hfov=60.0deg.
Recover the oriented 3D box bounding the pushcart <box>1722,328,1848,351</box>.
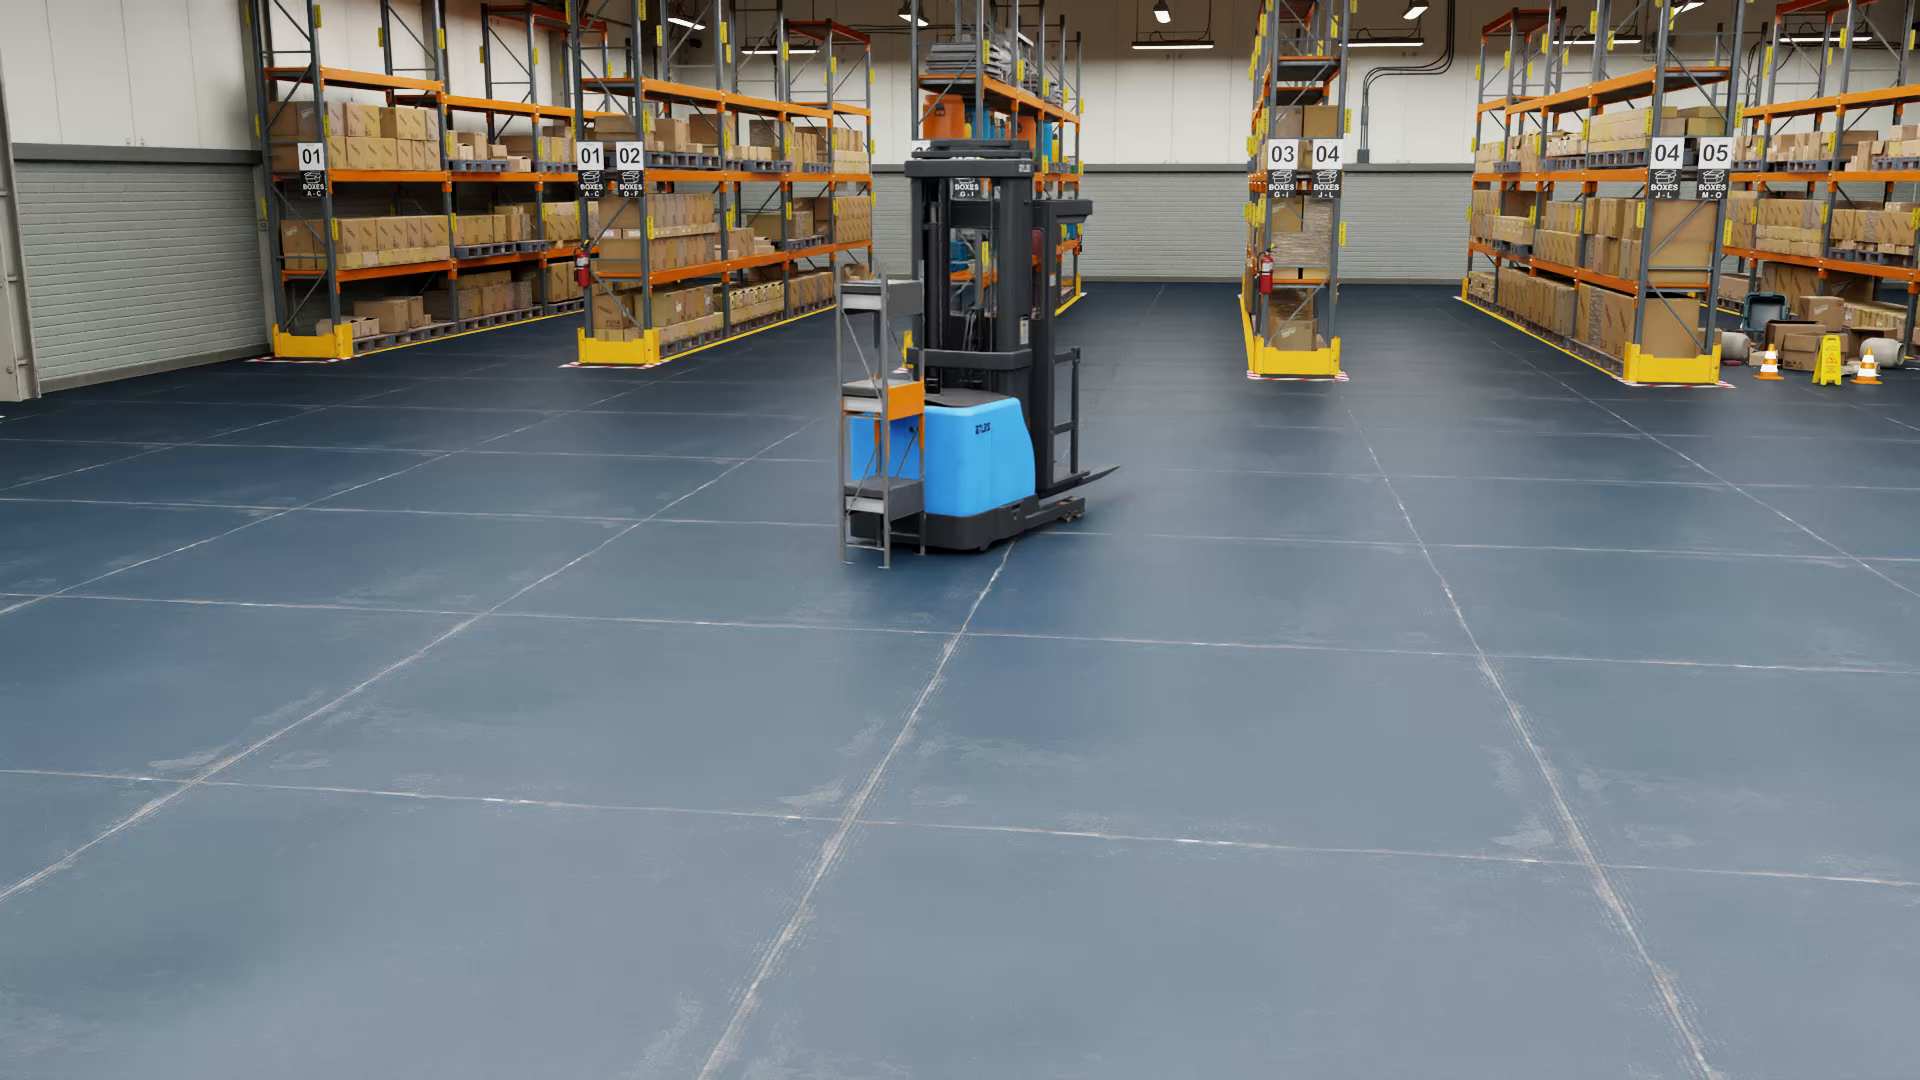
[{"bbox_3d":[12.858,-3.096,25.964,1.648,0.377,0.936,-2,12,-11],"label":"pushcart"}]

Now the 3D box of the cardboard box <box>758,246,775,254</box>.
[{"bbox_3d":[-3.711,-5.471,31.356,0.380,0.149,0.250,2,12,9],"label":"cardboard box"}]

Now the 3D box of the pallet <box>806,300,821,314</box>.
[{"bbox_3d":[-3.504,-4.834,34.424,1.003,0.211,1.213,2,12,9],"label":"pallet"}]

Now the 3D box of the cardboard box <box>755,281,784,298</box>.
[{"bbox_3d":[-3.683,-4.808,31.883,0.500,0.311,0.500,2,12,10],"label":"cardboard box"}]

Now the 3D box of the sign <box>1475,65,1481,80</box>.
[{"bbox_3d":[11.522,-10.397,36.974,0.100,0.325,0.005,2,12,9],"label":"sign"}]

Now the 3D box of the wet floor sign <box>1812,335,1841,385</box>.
[{"bbox_3d":[11.549,-2.400,22.098,0.267,0.644,0.232,0,12,-1],"label":"wet floor sign"}]

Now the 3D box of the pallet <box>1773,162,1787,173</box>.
[{"bbox_3d":[16.257,-7.160,31.932,0.805,0.209,1.217,1,12,6],"label":"pallet"}]

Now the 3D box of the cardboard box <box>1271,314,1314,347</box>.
[{"bbox_3d":[4.882,-3.041,24.422,0.500,0.500,0.500,5,13,23],"label":"cardboard box"}]

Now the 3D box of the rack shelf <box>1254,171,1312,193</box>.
[{"bbox_3d":[5.634,-6.167,28.575,1.077,0.370,4.000,2,12,9],"label":"rack shelf"}]

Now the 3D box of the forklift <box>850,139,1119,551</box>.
[{"bbox_3d":[0.349,-1.616,13.034,1.130,2.935,3.031,7,14,29],"label":"forklift"}]

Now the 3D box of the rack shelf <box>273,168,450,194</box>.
[{"bbox_3d":[-9.664,-5.815,26.945,1.077,0.370,4.000,2,12,9],"label":"rack shelf"}]

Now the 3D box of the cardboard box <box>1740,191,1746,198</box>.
[{"bbox_3d":[16.302,-7.118,34.254,0.380,0.149,0.250,2,12,8],"label":"cardboard box"}]

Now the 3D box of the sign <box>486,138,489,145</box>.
[{"bbox_3d":[-9.288,-7.727,32.693,0.100,0.325,0.005,2,12,9],"label":"sign"}]

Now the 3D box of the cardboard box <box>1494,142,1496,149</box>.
[{"bbox_3d":[11.373,-8.243,34.724,0.380,0.149,0.250,1,12,6],"label":"cardboard box"}]

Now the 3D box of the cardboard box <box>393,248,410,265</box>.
[{"bbox_3d":[-9.353,-4.632,27.173,0.500,0.250,0.500,2,12,9],"label":"cardboard box"}]

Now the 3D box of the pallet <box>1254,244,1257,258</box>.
[{"bbox_3d":[5.938,-5.223,30.062,1.213,0.211,1.003,2,12,9],"label":"pallet"}]

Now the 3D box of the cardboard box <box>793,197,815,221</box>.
[{"bbox_3d":[-3.409,-7.274,36.515,0.500,0.500,0.500,2,12,9],"label":"cardboard box"}]

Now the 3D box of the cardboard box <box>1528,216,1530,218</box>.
[{"bbox_3d":[11.574,-6.403,33.269,0.380,0.149,0.250,2,12,11],"label":"cardboard box"}]

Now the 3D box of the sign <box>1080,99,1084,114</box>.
[{"bbox_3d":[2.824,-10.054,38.554,0.100,0.325,0.005,2,12,9],"label":"sign"}]

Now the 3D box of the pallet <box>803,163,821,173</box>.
[{"bbox_3d":[-3.557,-7.648,34.185,1.213,0.211,1.003,2,12,9],"label":"pallet"}]

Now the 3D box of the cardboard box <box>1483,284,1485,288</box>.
[{"bbox_3d":[11.581,-5.533,36.112,0.380,0.149,0.250,3,12,12],"label":"cardboard box"}]

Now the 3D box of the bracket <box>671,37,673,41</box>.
[{"bbox_3d":[-7.536,-12.972,42.782,0.235,0.232,0.430,2,12,9],"label":"bracket"}]

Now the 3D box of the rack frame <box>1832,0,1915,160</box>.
[{"bbox_3d":[15.734,-8.080,28.625,1.000,3.000,0.127,2,12,9],"label":"rack frame"}]

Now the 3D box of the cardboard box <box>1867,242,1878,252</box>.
[{"bbox_3d":[15.204,-4.833,27.399,0.380,0.149,0.250,2,12,10],"label":"cardboard box"}]

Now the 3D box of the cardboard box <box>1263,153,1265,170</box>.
[{"bbox_3d":[4.768,-5.620,24.686,0.500,0.250,0.500,2,12,8],"label":"cardboard box"}]

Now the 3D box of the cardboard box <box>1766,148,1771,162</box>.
[{"bbox_3d":[15.926,-7.493,32.344,0.396,0.266,0.258,2,12,8],"label":"cardboard box"}]

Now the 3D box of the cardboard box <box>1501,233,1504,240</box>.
[{"bbox_3d":[10.770,-5.919,32.440,0.380,0.149,0.250,1,12,6],"label":"cardboard box"}]

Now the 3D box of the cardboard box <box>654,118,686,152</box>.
[{"bbox_3d":[-4.551,-6.250,25.690,0.500,0.500,0.500,2,12,9],"label":"cardboard box"}]

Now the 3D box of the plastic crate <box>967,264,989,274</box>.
[{"bbox_3d":[0.273,-4.010,24.608,0.298,0.136,0.250,2,12,9],"label":"plastic crate"}]

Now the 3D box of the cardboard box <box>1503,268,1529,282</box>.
[{"bbox_3d":[10.988,-5.213,32.718,0.500,0.250,0.500,2,12,10],"label":"cardboard box"}]

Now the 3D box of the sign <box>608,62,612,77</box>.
[{"bbox_3d":[-7.588,-10.195,36.036,0.100,0.325,0.005,2,12,9],"label":"sign"}]

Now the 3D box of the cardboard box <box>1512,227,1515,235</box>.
[{"bbox_3d":[10.570,-5.794,31.154,0.380,0.149,0.250,2,12,9],"label":"cardboard box"}]

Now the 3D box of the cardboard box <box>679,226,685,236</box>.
[{"bbox_3d":[-4.566,-4.885,26.265,0.380,0.149,0.250,2,12,9],"label":"cardboard box"}]

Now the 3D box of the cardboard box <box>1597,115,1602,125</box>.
[{"bbox_3d":[9.743,-6.271,24.820,0.380,0.149,0.250,2,12,8],"label":"cardboard box"}]

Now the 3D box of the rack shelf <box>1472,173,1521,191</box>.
[{"bbox_3d":[11.750,-7.650,35.459,1.077,0.370,4.000,2,12,9],"label":"rack shelf"}]

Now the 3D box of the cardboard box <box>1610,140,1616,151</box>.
[{"bbox_3d":[9.586,-5.670,23.925,0.380,0.149,0.250,2,12,9],"label":"cardboard box"}]

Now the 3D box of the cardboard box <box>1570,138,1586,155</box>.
[{"bbox_3d":[10.185,-6.365,26.910,0.500,0.250,0.500,2,12,8],"label":"cardboard box"}]

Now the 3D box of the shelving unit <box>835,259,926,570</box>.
[{"bbox_3d":[-0.548,-0.886,11.618,0.431,2.100,0.503,7,14,29],"label":"shelving unit"}]

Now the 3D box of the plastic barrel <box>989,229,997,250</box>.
[{"bbox_3d":[0.792,-5.112,27.902,0.600,0.901,0.708,2,12,9],"label":"plastic barrel"}]

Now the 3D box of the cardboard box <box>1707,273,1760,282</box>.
[{"bbox_3d":[16.962,-5.625,36.557,0.875,0.438,0.875,1,12,7],"label":"cardboard box"}]

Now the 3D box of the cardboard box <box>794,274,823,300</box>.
[{"bbox_3d":[-3.185,-5.297,34.840,0.500,0.500,0.500,2,12,9],"label":"cardboard box"}]

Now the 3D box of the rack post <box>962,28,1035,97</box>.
[{"bbox_3d":[0.651,-8.239,28.889,1.013,1.000,3.121,2,12,9],"label":"rack post"}]

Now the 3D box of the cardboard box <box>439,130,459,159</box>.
[{"bbox_3d":[-9.193,-6.949,29.262,0.500,0.500,0.500,4,13,17],"label":"cardboard box"}]

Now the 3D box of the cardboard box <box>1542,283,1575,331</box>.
[{"bbox_3d":[10.371,-3.892,27.777,1.050,0.750,0.750,2,12,9],"label":"cardboard box"}]

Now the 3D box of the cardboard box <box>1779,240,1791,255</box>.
[{"bbox_3d":[15.762,-5.506,31.277,0.500,0.250,0.500,2,12,8],"label":"cardboard box"}]

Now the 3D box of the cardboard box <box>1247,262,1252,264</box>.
[{"bbox_3d":[6.213,-4.963,32.450,1.225,0.875,0.875,2,12,9],"label":"cardboard box"}]

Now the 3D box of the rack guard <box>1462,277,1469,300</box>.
[{"bbox_3d":[12.046,-5.714,37.821,1.175,0.500,0.348,2,12,9],"label":"rack guard"}]

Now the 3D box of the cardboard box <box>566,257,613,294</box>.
[{"bbox_3d":[-8.098,-5.797,36.379,0.750,0.750,0.750,2,12,9],"label":"cardboard box"}]

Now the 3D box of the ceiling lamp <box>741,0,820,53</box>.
[{"bbox_3d":[-4.603,-13.878,41.674,2.000,3.185,0.800,2,12,9],"label":"ceiling lamp"}]

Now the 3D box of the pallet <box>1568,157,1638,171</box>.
[{"bbox_3d":[10.304,-6.019,26.637,0.805,0.209,1.217,1,12,6],"label":"pallet"}]

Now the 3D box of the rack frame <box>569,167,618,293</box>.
[{"bbox_3d":[-8.126,-6.782,36.844,1.000,3.000,0.127,2,12,9],"label":"rack frame"}]

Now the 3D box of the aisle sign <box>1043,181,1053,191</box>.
[{"bbox_3d":[1.996,-8.589,39.059,0.394,0.787,0.004,2,12,9],"label":"aisle sign"}]

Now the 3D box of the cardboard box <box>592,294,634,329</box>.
[{"bbox_3d":[-5.288,-3.474,25.241,0.500,0.500,0.500,2,12,9],"label":"cardboard box"}]

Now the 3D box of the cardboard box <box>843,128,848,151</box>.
[{"bbox_3d":[-2.906,-8.933,37.092,0.700,0.500,0.500,2,12,9],"label":"cardboard box"}]
